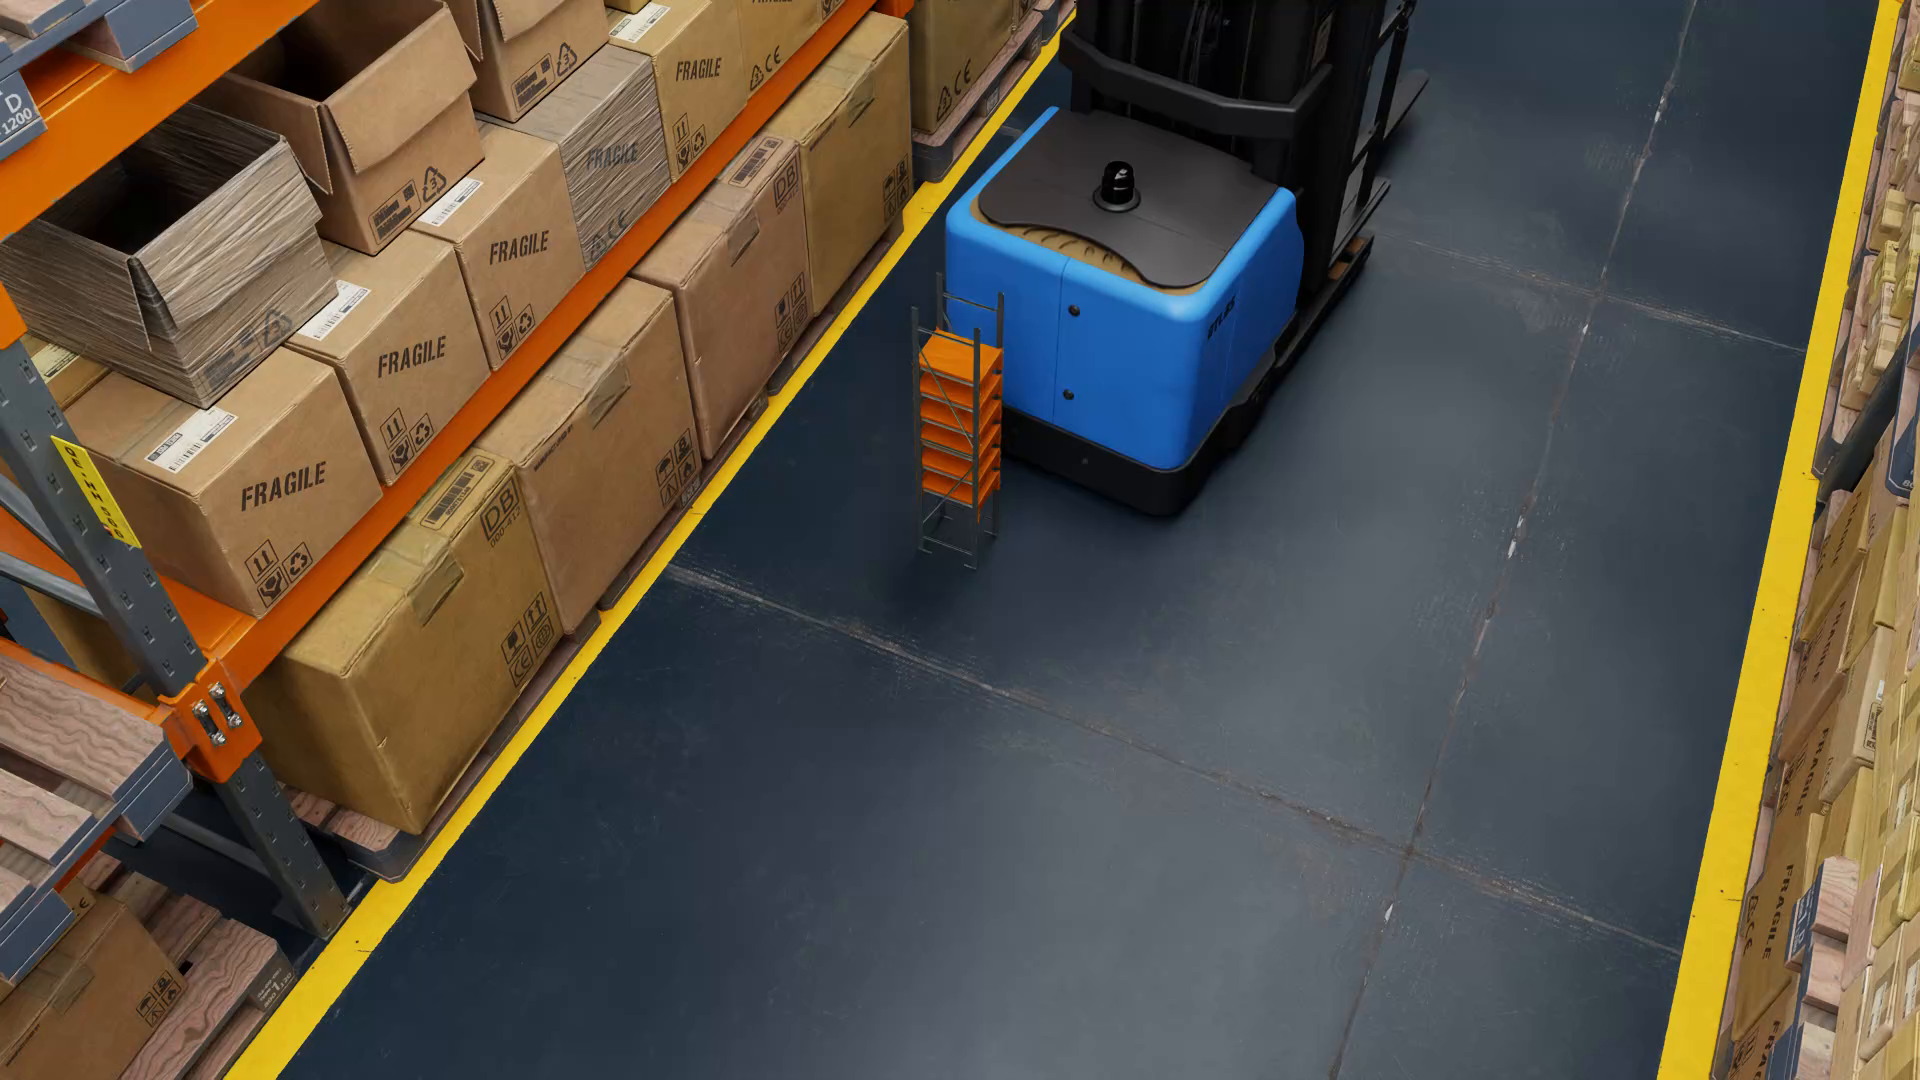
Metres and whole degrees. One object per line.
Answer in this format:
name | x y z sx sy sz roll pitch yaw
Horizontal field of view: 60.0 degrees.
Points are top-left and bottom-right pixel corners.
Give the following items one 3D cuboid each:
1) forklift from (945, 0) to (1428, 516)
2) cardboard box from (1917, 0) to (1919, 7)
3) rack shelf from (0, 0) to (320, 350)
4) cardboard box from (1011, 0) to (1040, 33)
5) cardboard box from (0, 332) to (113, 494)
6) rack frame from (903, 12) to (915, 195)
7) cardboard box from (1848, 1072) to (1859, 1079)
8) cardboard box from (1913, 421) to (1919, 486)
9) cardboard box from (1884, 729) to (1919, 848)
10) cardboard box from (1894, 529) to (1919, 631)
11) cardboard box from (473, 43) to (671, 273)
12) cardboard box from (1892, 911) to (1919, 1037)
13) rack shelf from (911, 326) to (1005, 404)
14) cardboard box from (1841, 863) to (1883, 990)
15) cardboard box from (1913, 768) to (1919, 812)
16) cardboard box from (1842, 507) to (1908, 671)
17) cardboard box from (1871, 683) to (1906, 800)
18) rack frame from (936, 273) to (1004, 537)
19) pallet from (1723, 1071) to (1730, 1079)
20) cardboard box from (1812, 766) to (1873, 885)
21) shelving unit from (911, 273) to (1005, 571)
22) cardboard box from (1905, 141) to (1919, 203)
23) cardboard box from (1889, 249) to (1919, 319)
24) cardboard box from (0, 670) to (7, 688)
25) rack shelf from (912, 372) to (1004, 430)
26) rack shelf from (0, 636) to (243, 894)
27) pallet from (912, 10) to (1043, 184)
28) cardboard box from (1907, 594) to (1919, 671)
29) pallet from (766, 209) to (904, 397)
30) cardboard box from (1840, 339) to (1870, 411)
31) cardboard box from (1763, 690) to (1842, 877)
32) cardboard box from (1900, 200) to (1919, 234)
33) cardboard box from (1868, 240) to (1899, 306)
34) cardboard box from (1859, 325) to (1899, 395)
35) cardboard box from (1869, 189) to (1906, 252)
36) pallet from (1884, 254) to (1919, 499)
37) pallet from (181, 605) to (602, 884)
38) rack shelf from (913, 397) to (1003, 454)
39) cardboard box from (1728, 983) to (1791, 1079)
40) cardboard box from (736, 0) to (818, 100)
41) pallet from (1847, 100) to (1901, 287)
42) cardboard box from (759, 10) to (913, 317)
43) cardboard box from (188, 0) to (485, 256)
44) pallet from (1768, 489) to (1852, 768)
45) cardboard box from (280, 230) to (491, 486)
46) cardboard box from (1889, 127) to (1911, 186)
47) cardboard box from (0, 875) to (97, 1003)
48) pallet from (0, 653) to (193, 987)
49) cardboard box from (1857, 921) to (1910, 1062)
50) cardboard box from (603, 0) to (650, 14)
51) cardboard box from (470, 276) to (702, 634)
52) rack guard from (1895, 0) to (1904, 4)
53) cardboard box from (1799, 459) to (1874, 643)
forklift | 1.130 -2.155 6.159 1.130 2.935 3.031 25 54 20
cardboard box | 4.951 -2.704 8.177 0.380 0.149 0.250 21 53 17
rack shelf | -1.541 -2.039 4.518 1.077 0.370 4.000 20 52 16
cardboard box | 0.053 -3.173 8.100 0.875 0.875 0.875 20 52 16
cardboard box | -2.408 -0.376 4.534 0.500 0.500 0.500 21 53 17
rack frame | -0.686 -2.677 6.558 1.000 3.000 0.127 20 52 16
cardboard box | 1.842 1.217 3.134 0.380 0.149 0.250 21 53 17
cardboard box | 2.731 -0.215 4.353 0.380 0.149 0.250 18 52 15
cardboard box | 2.176 0.583 3.478 0.380 0.149 0.250 20 52 16
cardboard box | 2.508 0.147 4.045 0.380 0.149 0.250 18 52 14
cardboard box | -1.292 -1.255 5.282 0.500 0.500 0.500 20 52 16
cardboard box | 1.951 0.854 3.052 0.380 0.149 0.250 19 52 16
rack shelf | -0.006 -0.583 5.544 0.258 0.103 0.180 20 52 16
cardboard box | 2.059 0.869 3.430 0.380 0.149 0.250 21 53 17
cardboard box | 2.173 0.489 3.363 0.380 0.149 0.250 21 53 17
cardboard box | 2.975 0.228 4.960 0.500 0.250 0.500 21 53 17
cardboard box | 2.282 0.513 3.733 0.380 0.149 0.250 18 52 15
rack frame | 0.033 -0.442 5.838 0.240 1.200 0.006 20 52 16
pallet | 2.382 2.127 4.302 1.003 0.211 1.213 20 52 16
cardboard box | 2.539 0.939 4.354 0.500 0.250 0.500 21 53 17
shelving unit | -0.006 -0.379 5.785 0.258 1.200 0.189 20 52 16
cardboard box | 4.059 -1.461 6.729 0.380 0.149 0.250 17 52 14
cardboard box | 3.745 -0.917 6.267 0.380 0.149 0.250 20 53 17
cardboard box | -2.590 0.294 3.689 0.500 0.500 0.500 14 51 12
rack shelf | -0.006 -0.506 5.636 0.258 0.103 0.180 20 52 16
rack shelf | -3.249 1.688 3.317 1.077 0.370 4.000 20 52 16
pallet | -0.290 -2.272 8.044 1.003 0.211 1.213 20 52 16
cardboard box | 2.395 0.232 3.777 0.380 0.149 0.250 21 53 17
pallet | -0.948 -1.218 7.147 1.003 0.211 1.213 20 52 16
cardboard box | 3.615 -0.587 6.376 0.380 0.149 0.250 20 53 17
cardboard box | 2.764 0.833 4.937 0.500 0.500 0.500 21 53 17
cardboard box | 4.092 -1.326 6.810 0.380 0.149 0.250 21 53 17
cardboard box | 3.805 -1.003 6.535 0.380 0.149 0.250 18 52 15
cardboard box | 3.602 -0.623 6.211 0.380 0.149 0.250 21 53 17
cardboard box | 4.057 -1.300 6.982 0.380 0.149 0.250 20 52 16
pallet | 3.297 -0.453 4.792 1.003 0.211 1.213 20 52 16
pallet | -1.990 0.463 5.718 1.003 0.211 1.213 20 52 16
rack shelf | -0.006 -0.428 5.727 0.258 0.103 0.180 20 52 16
cardboard box | 2.316 1.540 4.336 0.500 0.500 0.500 22 53 18
cardboard box | -0.857 -1.960 5.883 0.500 0.500 0.500 21 53 17
pallet | 4.530 -1.407 7.309 1.003 0.211 1.213 20 52 16
cardboard box | -0.941 -1.677 6.827 1.225 0.875 0.875 20 52 16
cardboard box | -1.787 -1.226 4.600 0.797 0.503 0.637 21 53 17
pallet | 3.424 0.447 5.731 1.003 0.211 1.213 20 52 16
cardboard box | -1.723 -0.557 4.689 0.500 0.500 0.500 19 52 15
cardboard box | 4.302 -1.634 7.267 0.380 0.149 0.250 20 52 16
cardboard box | -2.654 0.973 4.313 0.500 0.250 0.500 22 53 18
pallet | -2.603 0.665 3.841 1.213 0.211 1.003 20 52 16
cardboard box | 1.958 0.937 3.177 0.380 0.149 0.250 22 53 17
cardboard box | -1.255 -2.123 5.363 0.797 0.503 0.637 20 53 16
cardboard box | -1.694 -0.450 5.783 1.225 0.875 0.875 20 52 16
rack guard | 5.432 -2.886 8.377 1.175 0.500 0.348 20 52 16
cardboard box | 3.200 0.103 5.559 0.500 0.500 0.500 22 53 17
